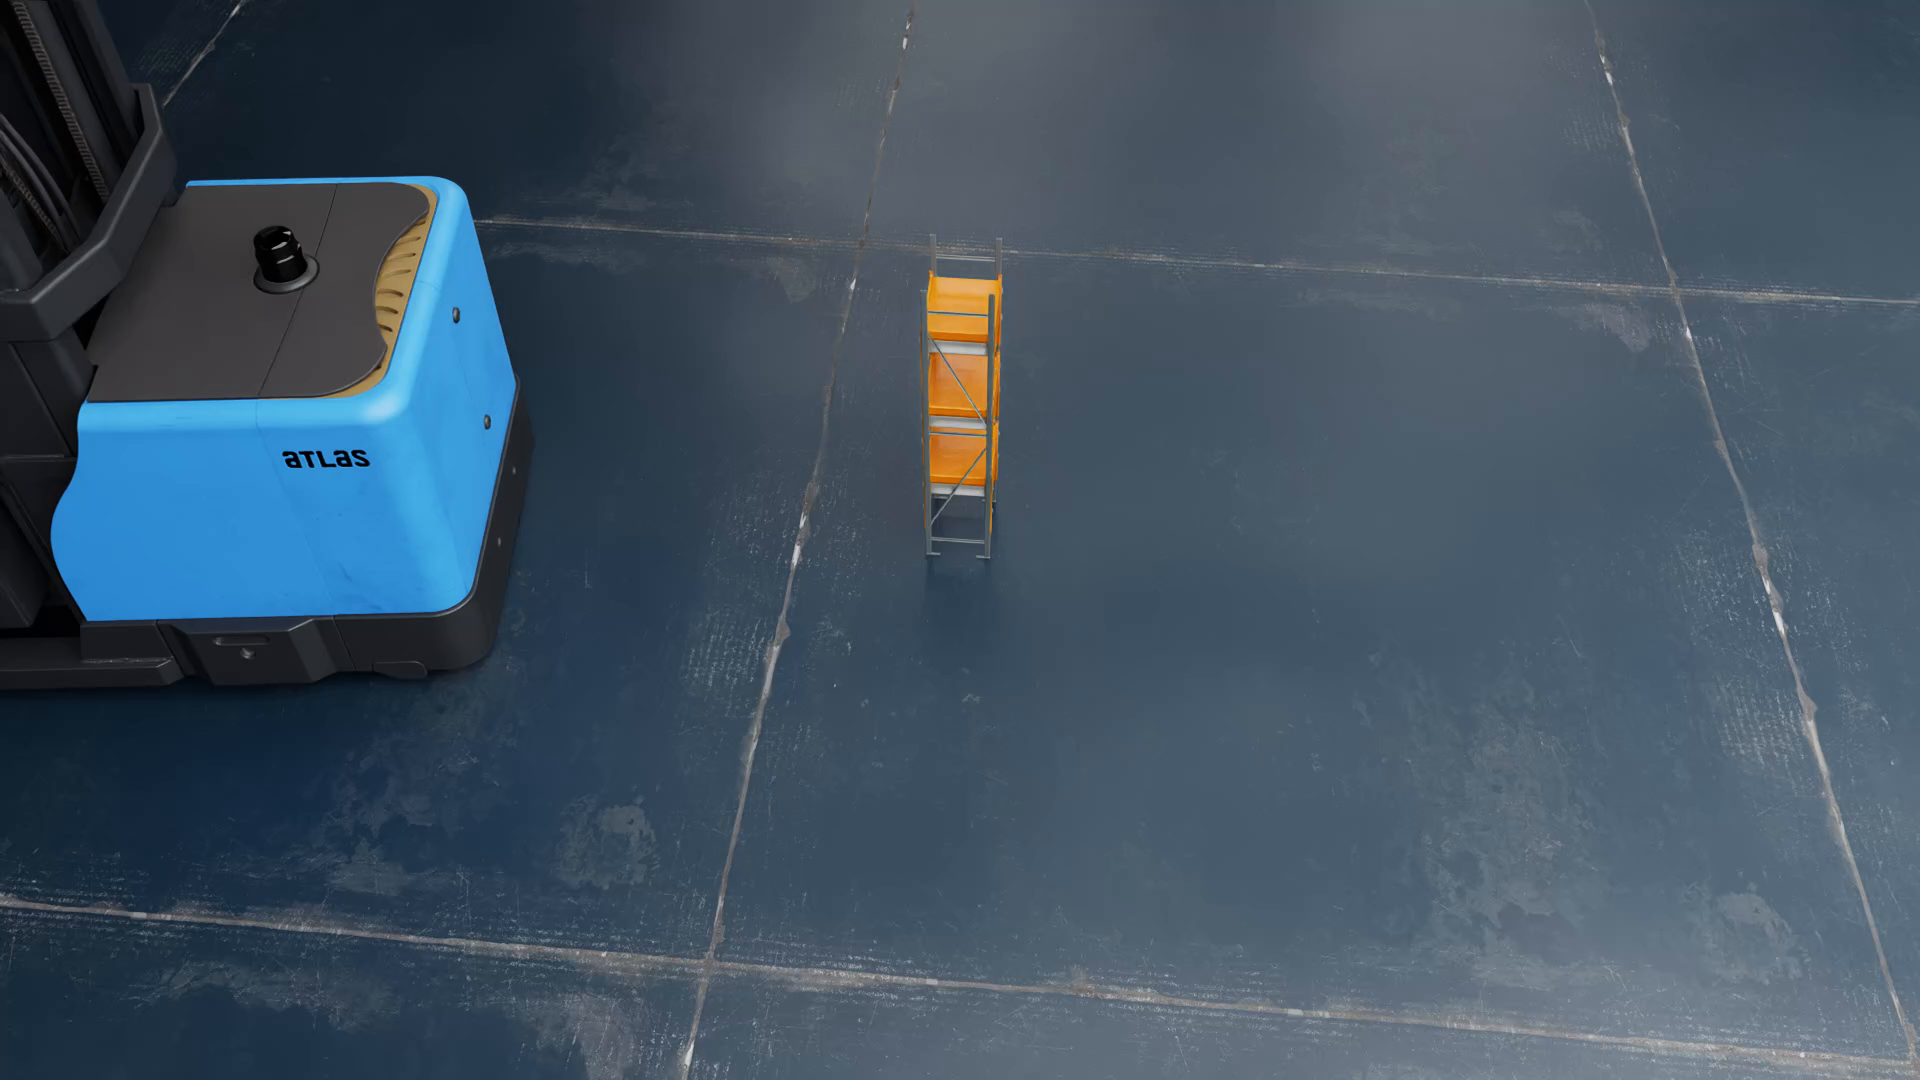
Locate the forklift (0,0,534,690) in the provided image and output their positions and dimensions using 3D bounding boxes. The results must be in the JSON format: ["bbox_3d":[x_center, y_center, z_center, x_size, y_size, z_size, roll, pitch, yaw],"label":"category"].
[{"bbox_3d":[-2.896,-0.920,4.105,3.031,2.935,1.130,-1,48,-1],"label":"forklift"}]

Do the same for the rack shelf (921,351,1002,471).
[{"bbox_3d":[0.005,-0.386,4.906,0.215,0.259,0.240,4,48,4],"label":"rack shelf"}]

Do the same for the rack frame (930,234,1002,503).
[{"bbox_3d":[0.016,-0.483,4.981,0.200,1.050,0.008,4,48,4],"label":"rack frame"}]

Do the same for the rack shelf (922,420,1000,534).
[{"bbox_3d":[0.005,-0.199,5.111,0.215,0.259,0.240,4,48,4],"label":"rack shelf"}]

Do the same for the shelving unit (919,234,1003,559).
[{"bbox_3d":[0.005,-0.394,4.899,0.215,1.050,0.252,4,48,4],"label":"shelving unit"}]

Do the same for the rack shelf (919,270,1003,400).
[{"bbox_3d":[0.005,-0.578,4.697,0.215,0.259,0.240,4,48,4],"label":"rack shelf"}]

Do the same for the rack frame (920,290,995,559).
[{"bbox_3d":[-0.006,-0.304,4.817,0.200,1.050,0.008,4,48,4],"label":"rack frame"}]
